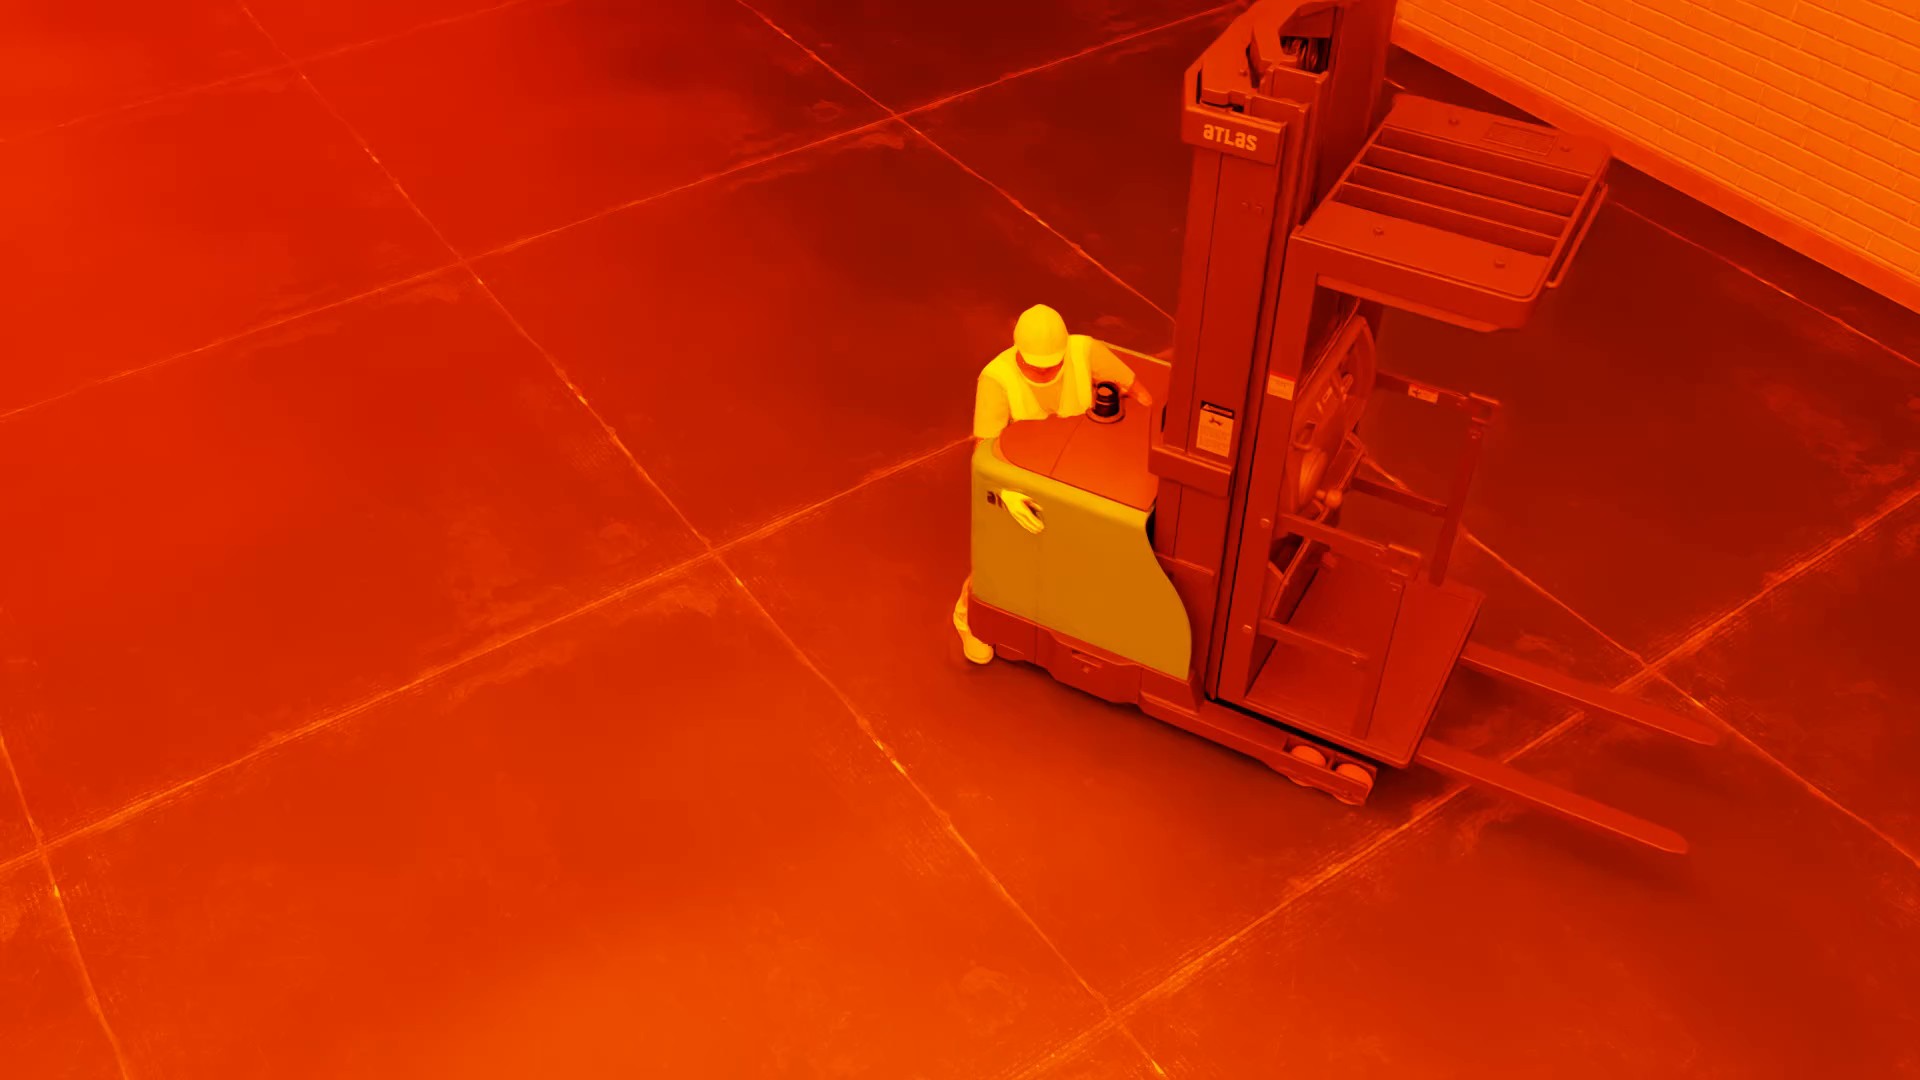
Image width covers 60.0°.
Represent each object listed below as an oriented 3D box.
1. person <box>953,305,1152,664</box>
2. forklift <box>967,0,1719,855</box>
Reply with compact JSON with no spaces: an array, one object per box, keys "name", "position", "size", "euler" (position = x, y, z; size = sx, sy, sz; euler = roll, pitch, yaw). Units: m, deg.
[{"name":"person","position":[0.423,-0.233,6.957],"size":[0.929,1.606,0.756],"euler":[-7,43,-7]},{"name":"forklift","position":[1.571,-0.425,6.177],"size":[3.031,2.935,1.130],"euler":[21,46,21]}]
